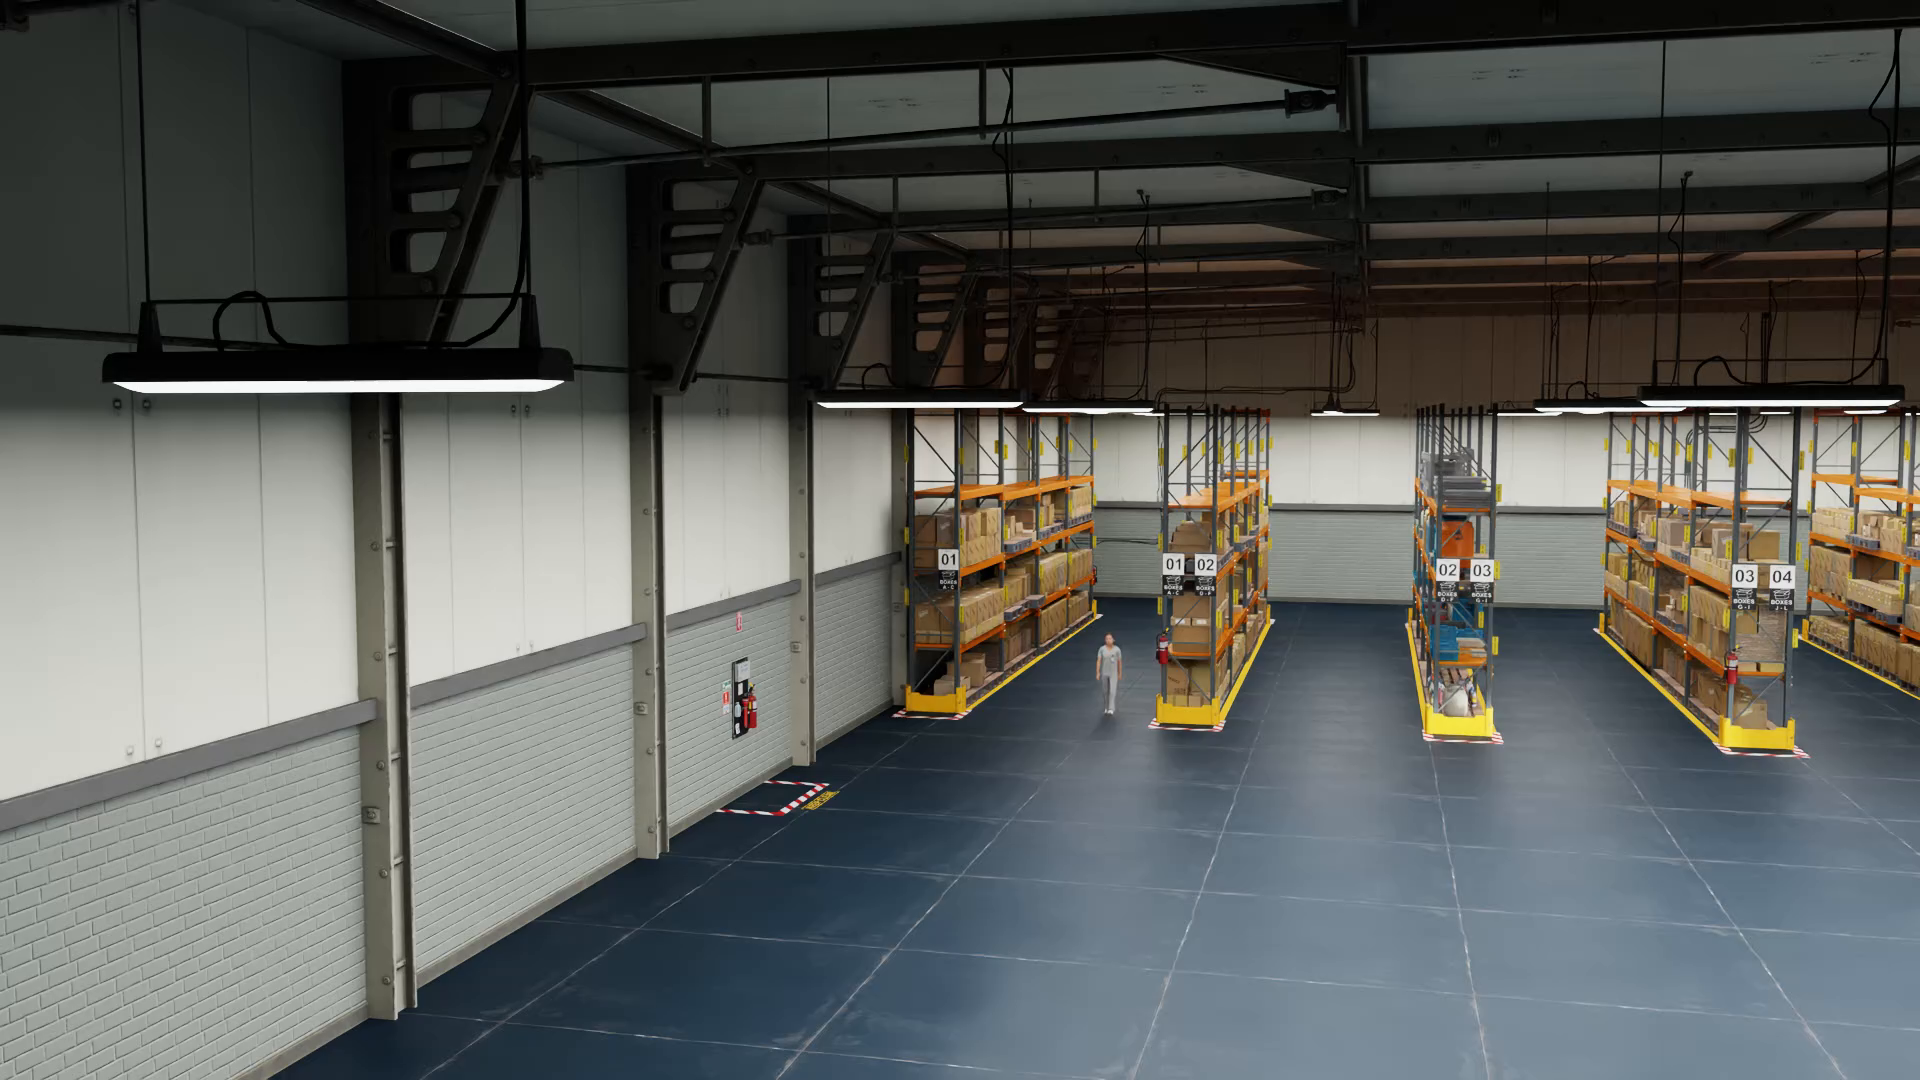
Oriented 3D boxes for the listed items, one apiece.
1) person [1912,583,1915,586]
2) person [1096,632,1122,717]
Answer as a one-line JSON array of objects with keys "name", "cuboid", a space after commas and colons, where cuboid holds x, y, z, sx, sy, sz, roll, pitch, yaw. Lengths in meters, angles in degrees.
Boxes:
[{"name": "person", "cuboid": [23.607, 1.908, 41.061, 0.529, 1.662, 0.493, 1, 4, 14]}, {"name": "person", "cuboid": [2.828, 2.580, 31.823, 0.453, 1.610, 1.065, 1, 4, 19]}]
